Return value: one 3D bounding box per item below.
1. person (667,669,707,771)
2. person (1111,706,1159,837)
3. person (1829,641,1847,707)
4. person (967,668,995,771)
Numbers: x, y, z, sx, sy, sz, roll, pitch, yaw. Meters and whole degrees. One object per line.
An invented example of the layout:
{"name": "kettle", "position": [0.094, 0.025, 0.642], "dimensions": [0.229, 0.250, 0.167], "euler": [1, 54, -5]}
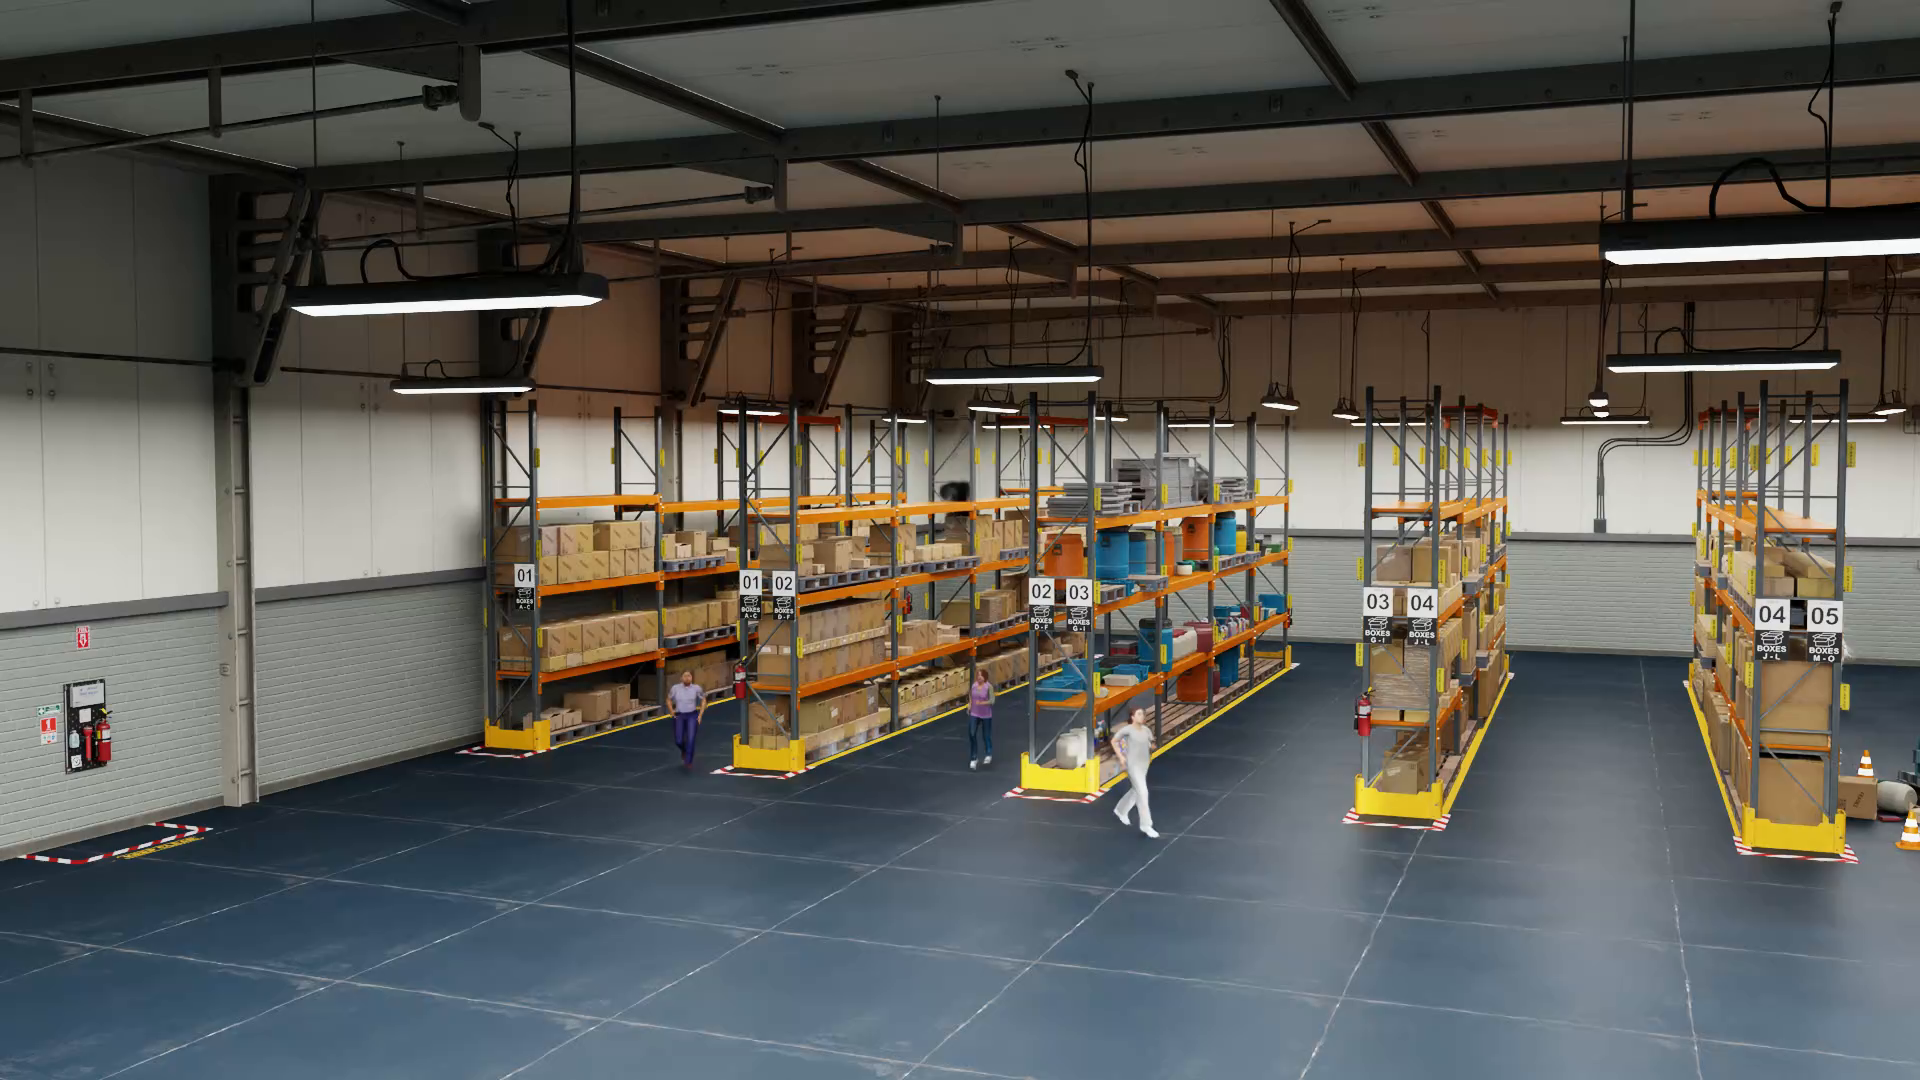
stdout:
{"name": "person", "position": [-4.408, 2.891, 26.798], "dimensions": [0.639, 1.620, 0.531], "euler": [0, 3, -3]}
{"name": "person", "position": [2.353, 3.048, 22.189], "dimensions": [0.553, 1.685, 0.922], "euler": [-2, 4, -40]}
{"name": "person", "position": [17.487, 2.517, 33.435], "dimensions": [0.625, 1.658, 0.591], "euler": [1, 3, 14]}
{"name": "person", "position": [0.335, 2.880, 26.791], "dimensions": [0.506, 1.642, 0.713], "euler": [1, 3, 17]}
